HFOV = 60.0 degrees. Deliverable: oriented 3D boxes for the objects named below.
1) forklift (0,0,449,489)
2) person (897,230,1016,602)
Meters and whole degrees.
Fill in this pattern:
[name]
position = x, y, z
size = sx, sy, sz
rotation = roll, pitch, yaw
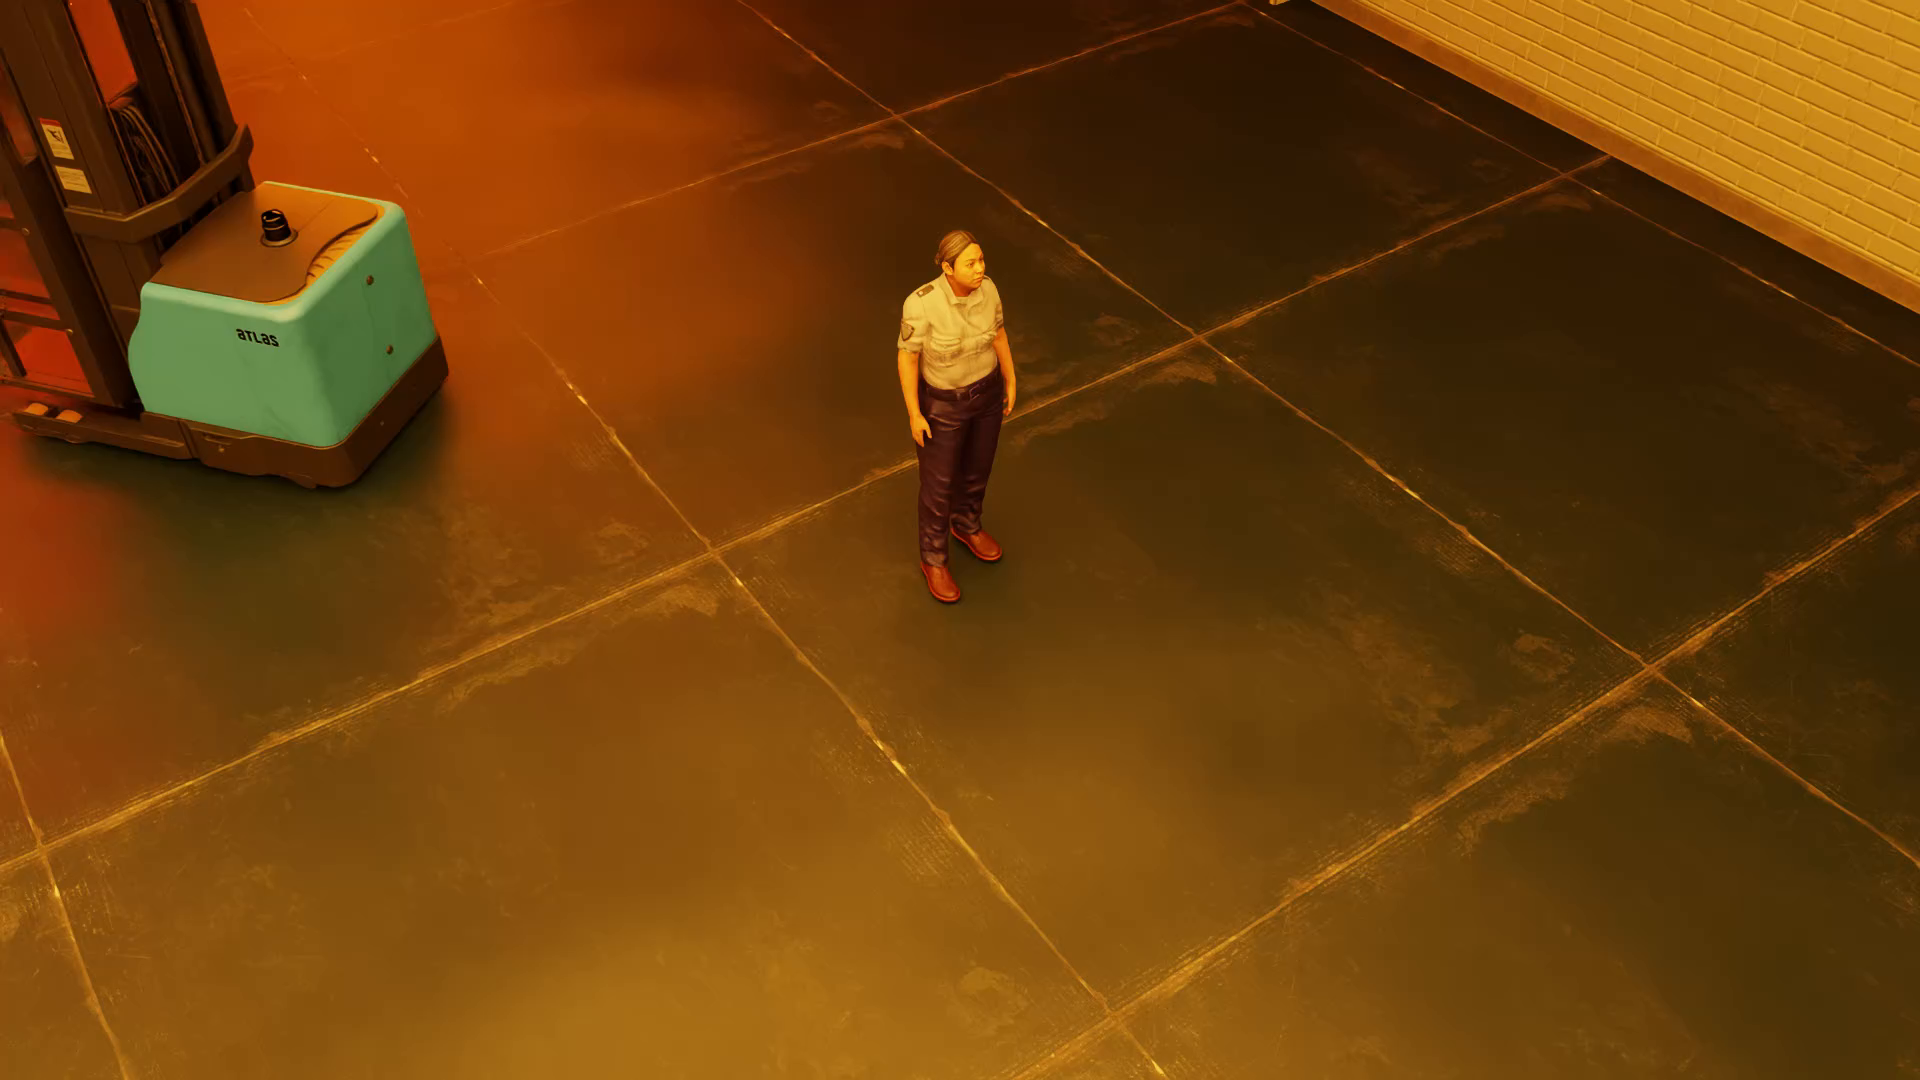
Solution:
[forklift]
position = -4.256, -1.899, 7.776
size = 3.031, 2.935, 1.130
rotation = 11, 44, 12
[person]
position = 0.032, -0.552, 7.251
size = 0.598, 1.651, 0.502
rotation = -25, 48, -25
